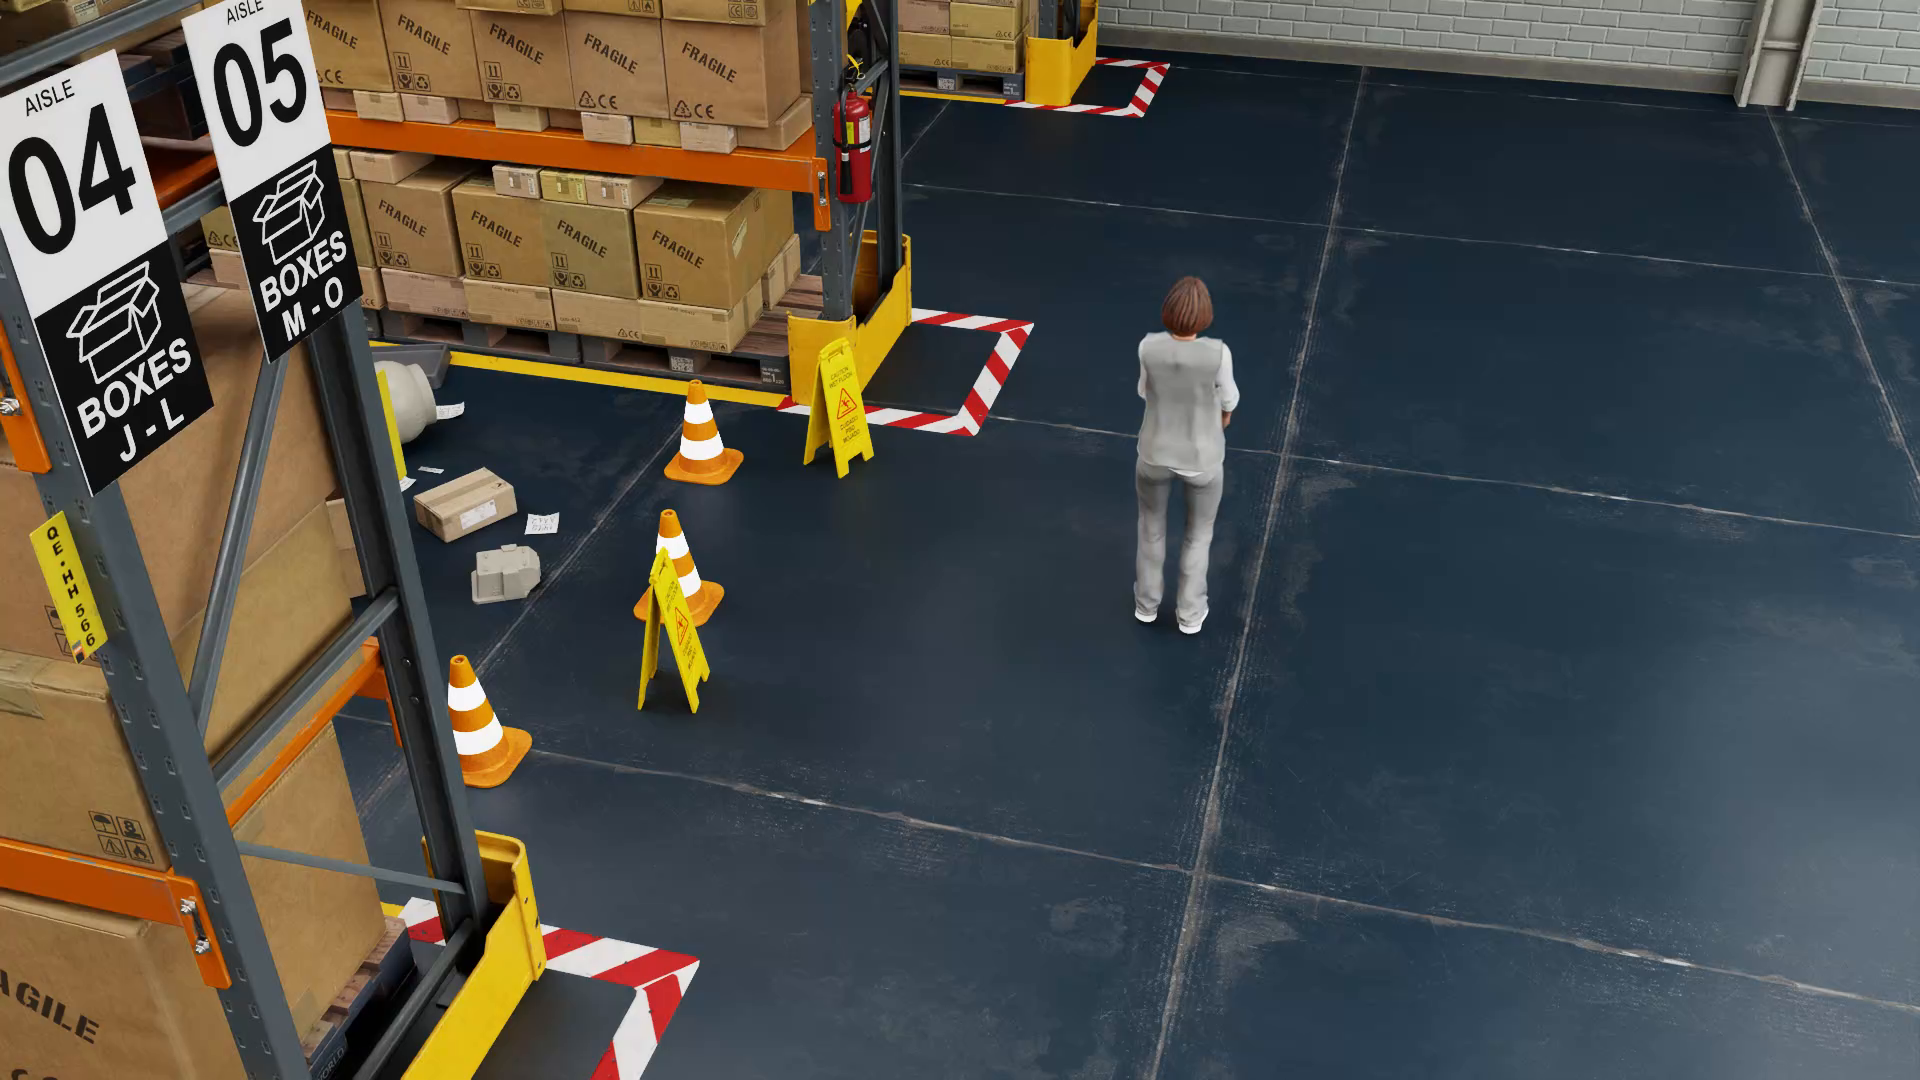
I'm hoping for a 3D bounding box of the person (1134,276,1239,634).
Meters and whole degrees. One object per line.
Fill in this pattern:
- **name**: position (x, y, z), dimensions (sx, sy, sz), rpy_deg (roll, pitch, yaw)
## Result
- **person**: position (0.903, -0.372, 6.721), dimensions (0.405, 1.595, 0.490), rpy_deg (9, 34, 13)
